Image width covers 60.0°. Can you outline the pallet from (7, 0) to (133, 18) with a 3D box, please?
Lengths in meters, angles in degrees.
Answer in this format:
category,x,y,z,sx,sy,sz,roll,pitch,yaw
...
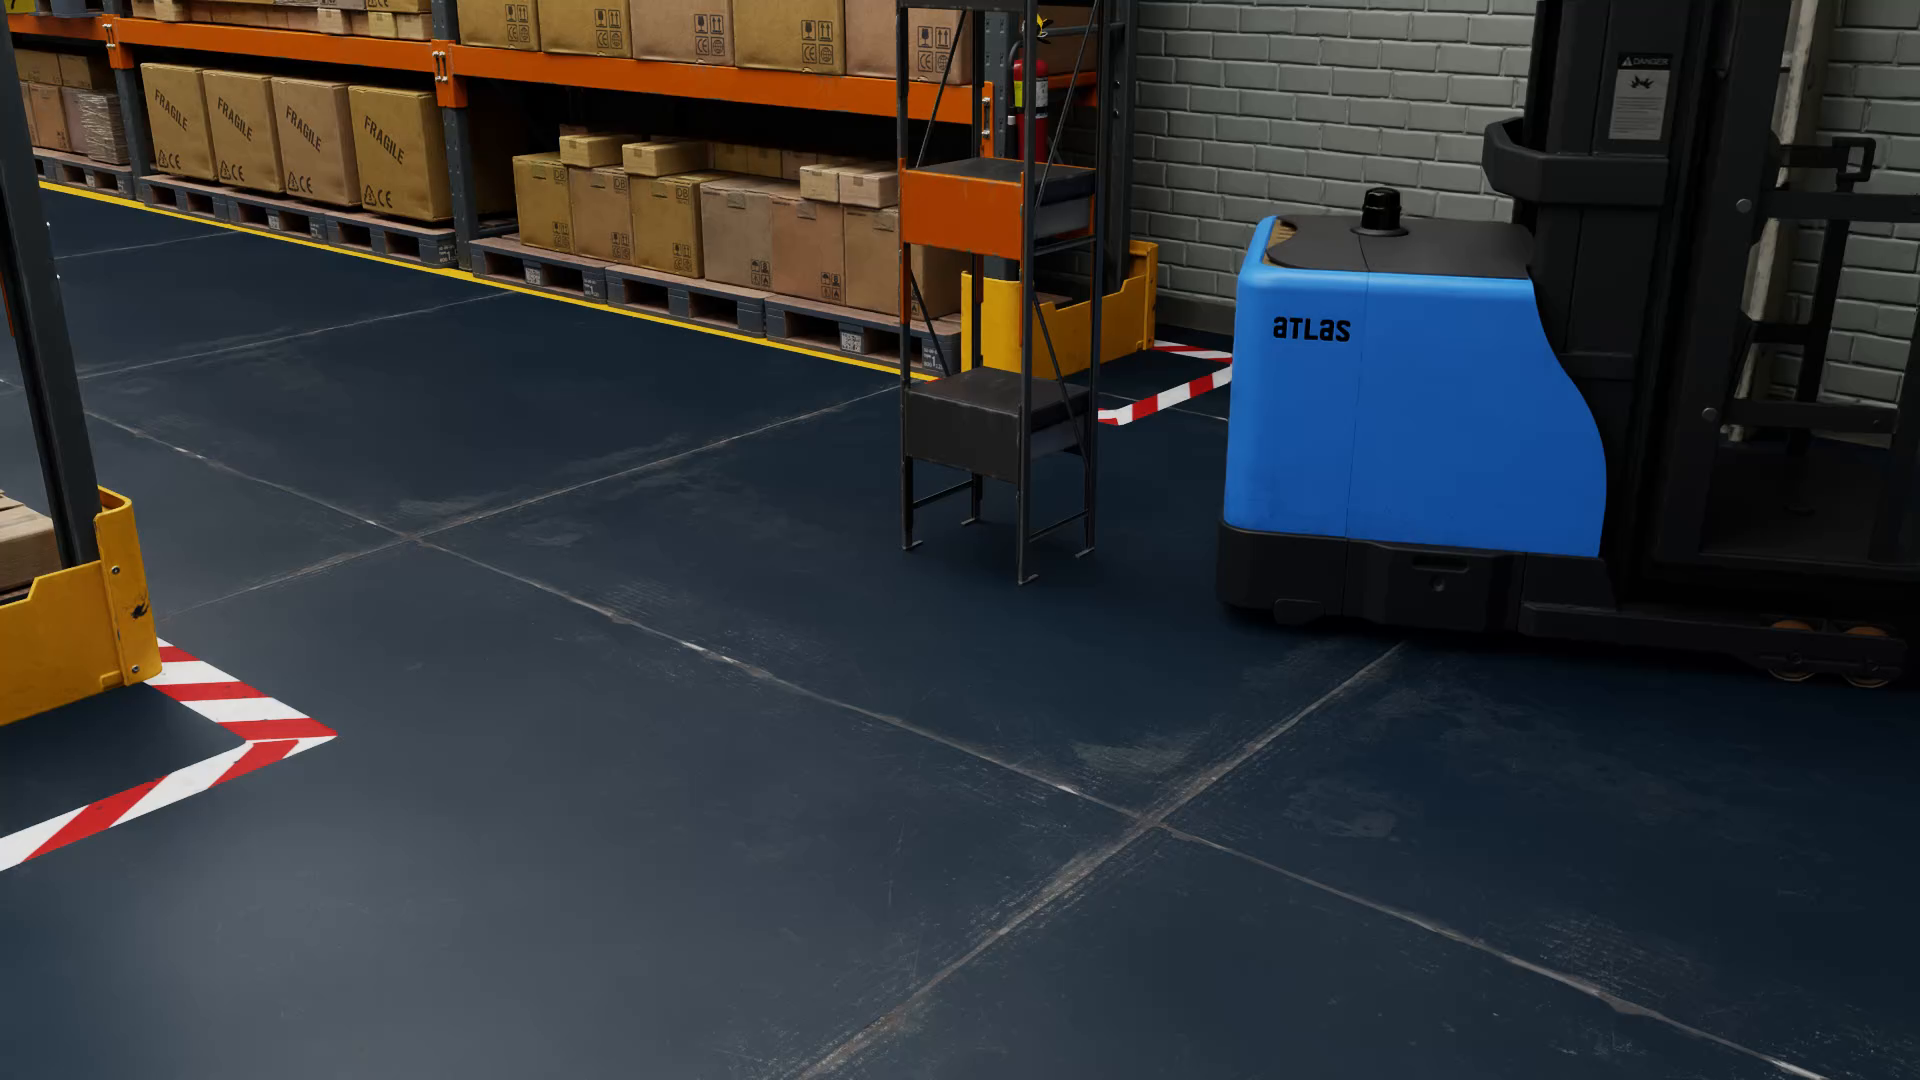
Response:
category,x,y,z,sx,sy,sz,roll,pitch,yaw
pallet,-6.354,-4.074,12.493,1.003,0.211,1.213,16,26,36

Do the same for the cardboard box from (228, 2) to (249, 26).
category,x,y,z,sx,sy,sz,roll,pitch,yaw
cardboard box,-4.612,-3.510,11.052,0.250,0.149,0.380,17,26,37

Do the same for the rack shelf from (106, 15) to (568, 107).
category,x,y,z,sx,sy,sz,roll,pitch,yaw
rack shelf,-4.185,-3.251,11.059,4.000,0.370,1.077,16,26,36

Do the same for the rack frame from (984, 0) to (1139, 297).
category,x,y,z,sx,sy,sz,roll,pitch,yaw
rack frame,0.463,-2.249,7.382,0.127,3.000,1.000,16,26,36

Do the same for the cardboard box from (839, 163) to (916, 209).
category,x,y,z,sx,sy,sz,roll,pitch,yaw
cardboard box,-0.357,-1.688,7.920,0.250,0.149,0.380,16,26,36

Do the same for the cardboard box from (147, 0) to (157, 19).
category,x,y,z,sx,sy,sz,roll,pitch,yaw
cardboard box,-5.436,-3.731,11.638,0.250,0.149,0.380,17,26,37

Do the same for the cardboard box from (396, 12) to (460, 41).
category,x,y,z,sx,sy,sz,roll,pitch,yaw
cardboard box,-3.077,-3.032,9.784,0.250,0.149,0.380,16,26,37

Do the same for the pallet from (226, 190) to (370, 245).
category,x,y,z,sx,sy,sz,roll,pitch,yaw
pallet,-4.231,-2.261,11.364,1.213,0.211,1.003,16,26,36

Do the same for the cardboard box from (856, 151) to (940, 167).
category,x,y,z,sx,sy,sz,roll,pitch,yaw
cardboard box,-0.312,-1.848,8.346,0.250,0.149,0.380,16,26,36

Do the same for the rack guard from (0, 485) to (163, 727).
category,x,y,z,sx,sy,sz,roll,pitch,yaw
rack guard,-2.725,0.258,4.275,0.348,0.500,1.175,16,26,36

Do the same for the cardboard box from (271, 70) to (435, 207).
category,x,y,z,sx,sy,sz,roll,pitch,yaw
cardboard box,-3.912,-2.639,10.868,0.750,0.750,0.750,17,27,38

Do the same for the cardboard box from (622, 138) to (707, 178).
category,x,y,z,sx,sy,sz,roll,pitch,yaw
cardboard box,-1.567,-2.035,8.841,0.250,0.149,0.380,15,25,35

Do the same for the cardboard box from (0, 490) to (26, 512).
category,x,y,z,sx,sy,sz,roll,pitch,yaw
cardboard box,-2.967,-0.018,4.856,0.250,0.166,0.380,16,26,36

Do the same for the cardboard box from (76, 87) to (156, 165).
category,x,y,z,sx,sy,sz,roll,pitch,yaw
cardboard box,-6.326,-3.217,12.867,0.500,0.500,0.700,17,26,37

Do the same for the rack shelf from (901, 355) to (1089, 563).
category,x,y,z,sx,sy,sz,roll,pitch,yaw
rack shelf,0.128,-0.278,5.452,0.480,0.518,0.431,16,26,36

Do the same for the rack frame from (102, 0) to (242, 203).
category,x,y,z,sx,sy,sz,roll,pitch,yaw
rack frame,-5.735,-4.034,12.115,0.127,3.000,1.000,16,26,36

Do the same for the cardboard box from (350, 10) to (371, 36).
category,x,y,z,sx,sy,sz,roll,pitch,yaw
cardboard box,-3.459,-3.152,10.102,0.250,0.149,0.380,17,27,38

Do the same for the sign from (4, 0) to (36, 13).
category,x,y,z,sx,sy,sz,roll,pitch,yaw
sign,-2.323,-1.448,4.030,0.005,0.325,0.100,16,26,36

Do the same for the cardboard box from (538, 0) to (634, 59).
category,x,y,z,sx,sy,sz,roll,pitch,yaw
cardboard box,-1.664,-2.992,8.927,0.700,0.700,0.980,15,25,35

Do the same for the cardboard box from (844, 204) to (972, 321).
category,x,y,z,sx,sy,sz,roll,pitch,yaw
cardboard box,-0.142,-1.405,8.091,0.500,0.500,0.700,16,26,36

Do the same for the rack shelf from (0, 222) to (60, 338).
category,x,y,z,sx,sy,sz,roll,pitch,yaw
rack shelf,-4.216,-1.004,5.099,4.000,0.370,1.077,16,26,36

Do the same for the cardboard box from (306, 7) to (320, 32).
category,x,y,z,sx,sy,sz,roll,pitch,yaw
cardboard box,-3.849,-3.267,10.409,0.250,0.149,0.380,16,26,36

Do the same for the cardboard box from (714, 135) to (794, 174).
category,x,y,z,sx,sy,sz,roll,pitch,yaw
cardboard box,-1.098,-2.074,8.946,0.250,0.149,0.380,16,26,35

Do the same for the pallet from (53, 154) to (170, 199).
category,x,y,z,sx,sy,sz,roll,pitch,yaw
pallet,-6.339,-2.904,13.071,1.213,0.211,1.003,16,26,36

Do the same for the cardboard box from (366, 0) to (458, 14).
category,x,y,z,sx,sy,sz,roll,pitch,yaw
cardboard box,-3.153,-3.371,9.765,0.500,0.500,0.500,16,26,35

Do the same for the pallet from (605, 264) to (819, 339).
category,x,y,z,sx,sy,sz,roll,pitch,yaw
pallet,-1.147,-1.374,9.013,1.213,0.211,1.003,16,26,36

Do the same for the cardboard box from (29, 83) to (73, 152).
category,x,y,z,sx,sy,sz,roll,pitch,yaw
cardboard box,-7.054,-3.467,13.529,0.500,0.500,0.700,16,26,36

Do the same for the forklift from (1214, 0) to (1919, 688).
category,x,y,z,sx,sy,sz,roll,pitch,yaw
forklift,2.343,-1.169,4.615,3.031,2.935,1.130,5,21,12

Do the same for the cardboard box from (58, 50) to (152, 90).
category,x,y,z,sx,sy,sz,roll,pitch,yaw
cardboard box,-6.727,-3.712,13.117,0.500,0.250,0.500,17,26,37

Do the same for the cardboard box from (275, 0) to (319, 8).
category,x,y,z,sx,sy,sz,roll,pitch,yaw
cardboard box,-3.938,-3.597,10.363,0.500,0.500,0.500,16,26,36

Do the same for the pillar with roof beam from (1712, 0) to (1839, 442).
category,x,y,z,sx,sy,sz,roll,pitch,yaw
pillar with roof beam,0.380,-3.514,2.233,0.400,9.000,9.100,16,26,36

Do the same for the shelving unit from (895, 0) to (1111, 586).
category,x,y,z,sx,sy,sz,roll,pitch,yaw
shelving unit,0.128,-0.946,5.200,0.503,2.100,0.431,16,26,36

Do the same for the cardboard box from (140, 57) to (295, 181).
category,x,y,z,sx,sy,sz,roll,pitch,yaw
cardboard box,-5.248,-3.025,11.890,0.750,0.750,0.750,16,26,36

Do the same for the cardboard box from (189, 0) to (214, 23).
category,x,y,z,sx,sy,sz,roll,pitch,yaw
cardboard box,-5.011,-3.626,11.360,0.250,0.149,0.380,16,26,36

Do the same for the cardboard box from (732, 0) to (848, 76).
category,x,y,z,sx,sy,sz,roll,pitch,yaw
cardboard box,-0.509,-2.660,8.046,0.700,0.700,0.980,16,26,36

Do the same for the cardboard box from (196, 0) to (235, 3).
category,x,y,z,sx,sy,sz,roll,pitch,yaw
cardboard box,-4.737,-3.821,10.958,0.500,0.500,0.500,16,26,36

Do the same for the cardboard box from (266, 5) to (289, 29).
category,x,y,z,sx,sy,sz,roll,pitch,yaw
cardboard box,-4.232,-3.390,10.733,0.250,0.149,0.380,17,27,38

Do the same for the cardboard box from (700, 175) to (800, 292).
category,x,y,z,sx,sy,sz,roll,pitch,yaw
cardboard box,-0.920,-1.629,8.684,0.500,0.500,0.700,15,25,35

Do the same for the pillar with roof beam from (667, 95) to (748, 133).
category,x,y,z,sx,sy,sz,roll,pitch,yaw
pillar with roof beam,-4.269,-4.852,5.782,0.400,9.000,9.100,16,26,36

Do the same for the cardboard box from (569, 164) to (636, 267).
category,x,y,z,sx,sy,sz,roll,pitch,yaw
cardboard box,-1.734,-1.861,9.299,0.500,0.500,0.700,16,26,36

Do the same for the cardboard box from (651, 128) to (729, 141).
category,x,y,z,sx,sy,sz,roll,pitch,yaw
cardboard box,-1.494,-2.188,9.248,0.250,0.149,0.380,15,25,35

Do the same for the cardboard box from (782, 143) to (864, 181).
category,x,y,z,sx,sy,sz,roll,pitch,yaw
cardboard box,-0.703,-1.961,8.645,0.250,0.149,0.380,17,26,37

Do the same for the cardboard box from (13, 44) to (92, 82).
category,x,y,z,sx,sy,sz,roll,pitch,yaw
cardboard box,-7.504,-3.942,13.726,0.500,0.250,0.500,15,25,35

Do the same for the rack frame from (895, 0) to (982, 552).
category,x,y,z,sx,sy,sz,roll,pitch,yaw
rack frame,-0.061,-1.000,5.344,0.015,2.100,0.400,16,26,36

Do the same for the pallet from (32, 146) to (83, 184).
category,x,y,z,sx,sy,sz,roll,pitch,yaw
pallet,-7.280,-3.177,13.793,1.213,0.211,1.003,16,26,36
